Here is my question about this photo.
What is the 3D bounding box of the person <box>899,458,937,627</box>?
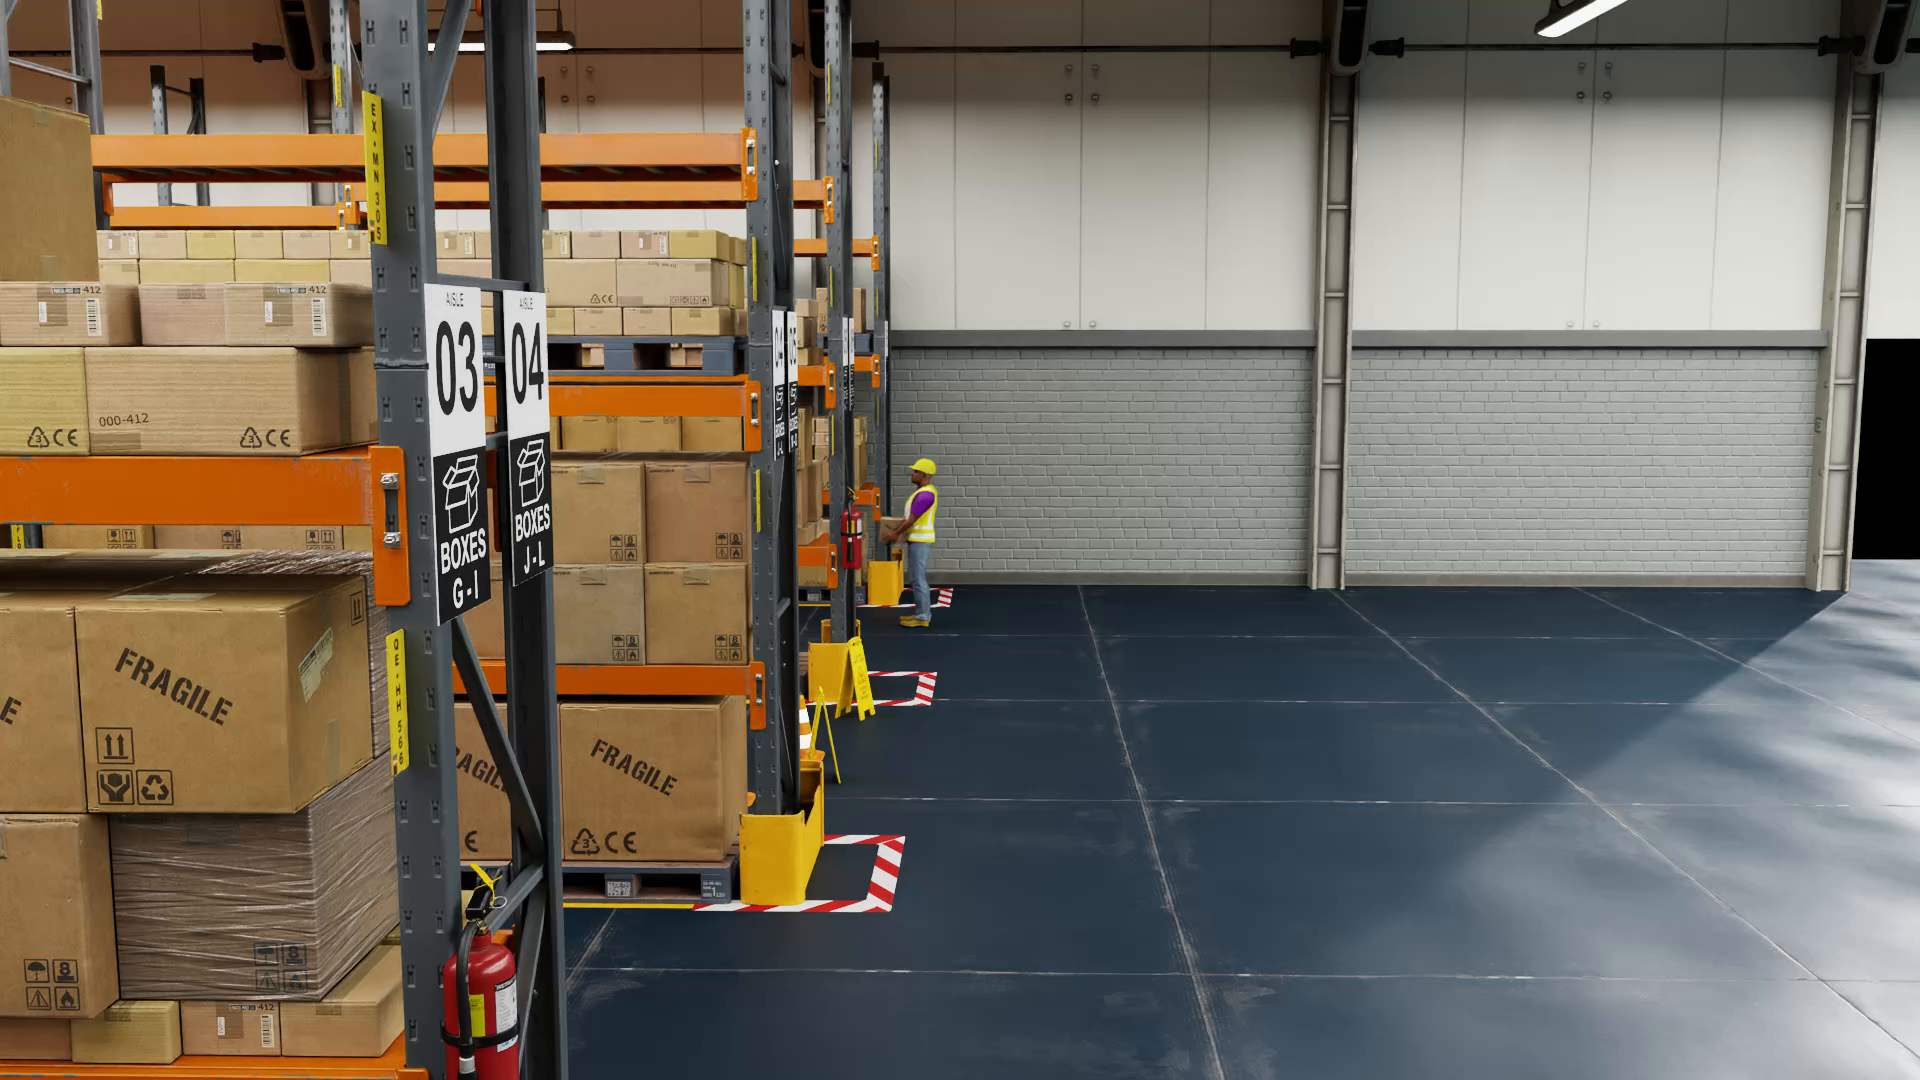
[{"bbox_3d":[-0.442,0.022,17.492,0.402,1.769,0.460,0,7,-2],"label":"person"}]
